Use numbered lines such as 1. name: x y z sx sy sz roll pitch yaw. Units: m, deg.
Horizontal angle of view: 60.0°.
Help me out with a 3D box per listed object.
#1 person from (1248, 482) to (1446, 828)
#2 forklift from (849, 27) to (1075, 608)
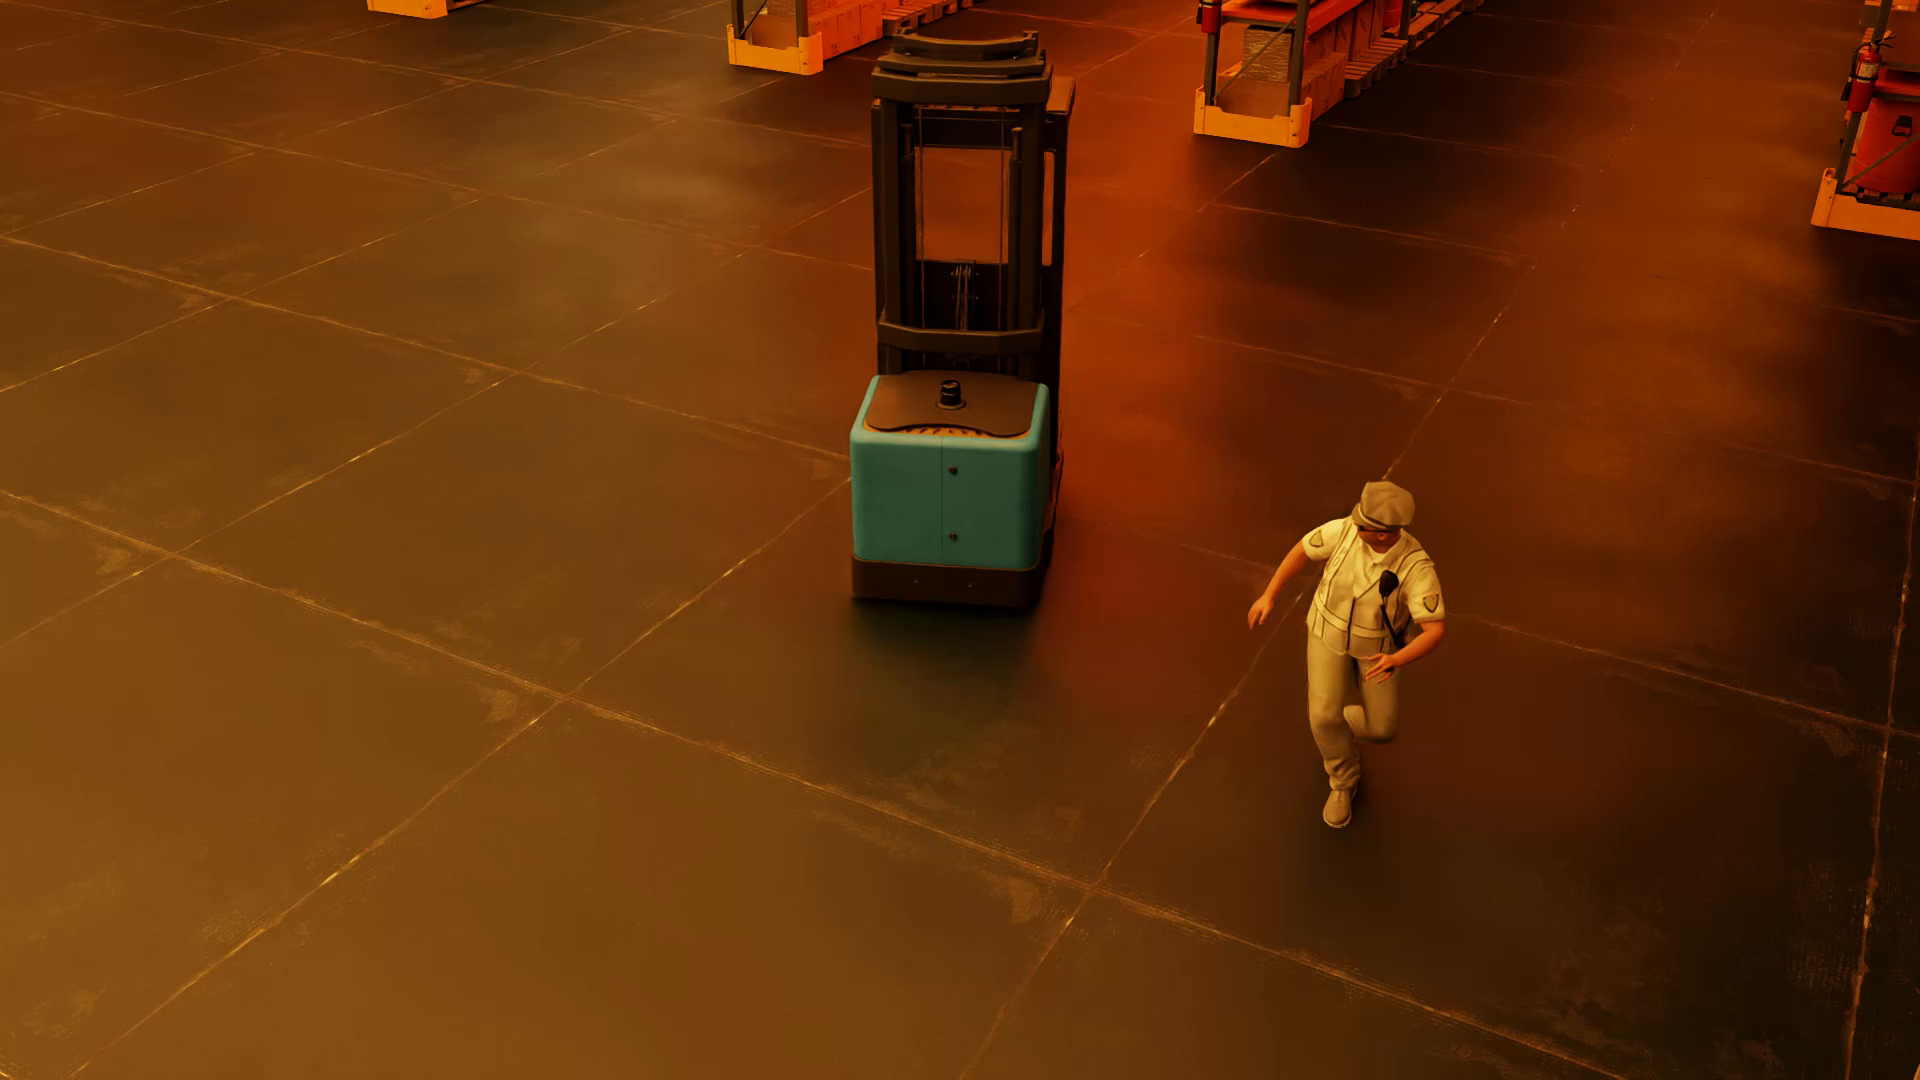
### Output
1. person: 1.725 0.484 7.549 0.887 1.637 0.867 10 31 17
2. forklift: 0.081 -1.609 9.858 1.130 2.935 3.031 3 30 6
